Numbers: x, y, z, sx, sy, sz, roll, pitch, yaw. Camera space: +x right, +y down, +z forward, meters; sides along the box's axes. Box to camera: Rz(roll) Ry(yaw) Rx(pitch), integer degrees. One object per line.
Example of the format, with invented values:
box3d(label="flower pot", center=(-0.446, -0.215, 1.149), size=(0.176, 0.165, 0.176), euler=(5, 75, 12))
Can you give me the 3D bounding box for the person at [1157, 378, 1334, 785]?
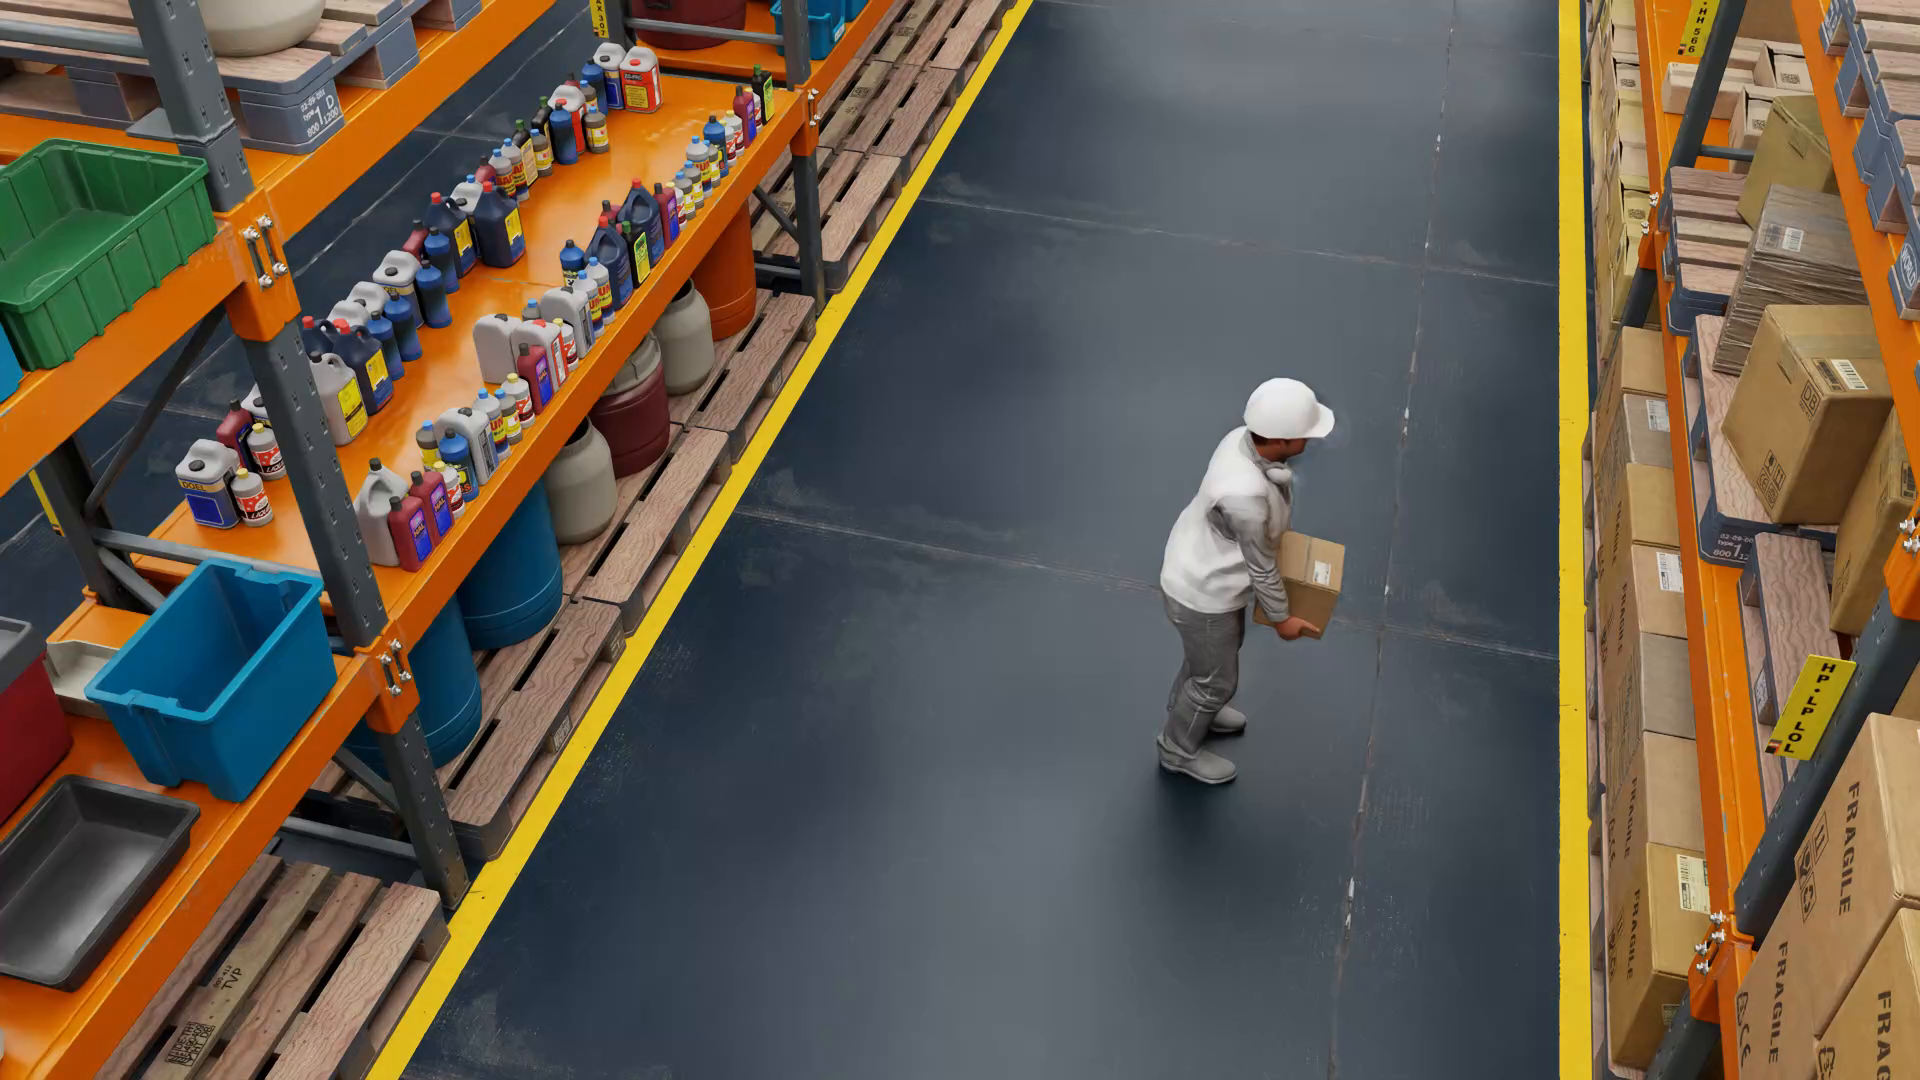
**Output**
box3d(label="person", center=(1.018, 0.145, 5.987), size=(0.584, 1.756, 0.484), euler=(9, 42, 11))
